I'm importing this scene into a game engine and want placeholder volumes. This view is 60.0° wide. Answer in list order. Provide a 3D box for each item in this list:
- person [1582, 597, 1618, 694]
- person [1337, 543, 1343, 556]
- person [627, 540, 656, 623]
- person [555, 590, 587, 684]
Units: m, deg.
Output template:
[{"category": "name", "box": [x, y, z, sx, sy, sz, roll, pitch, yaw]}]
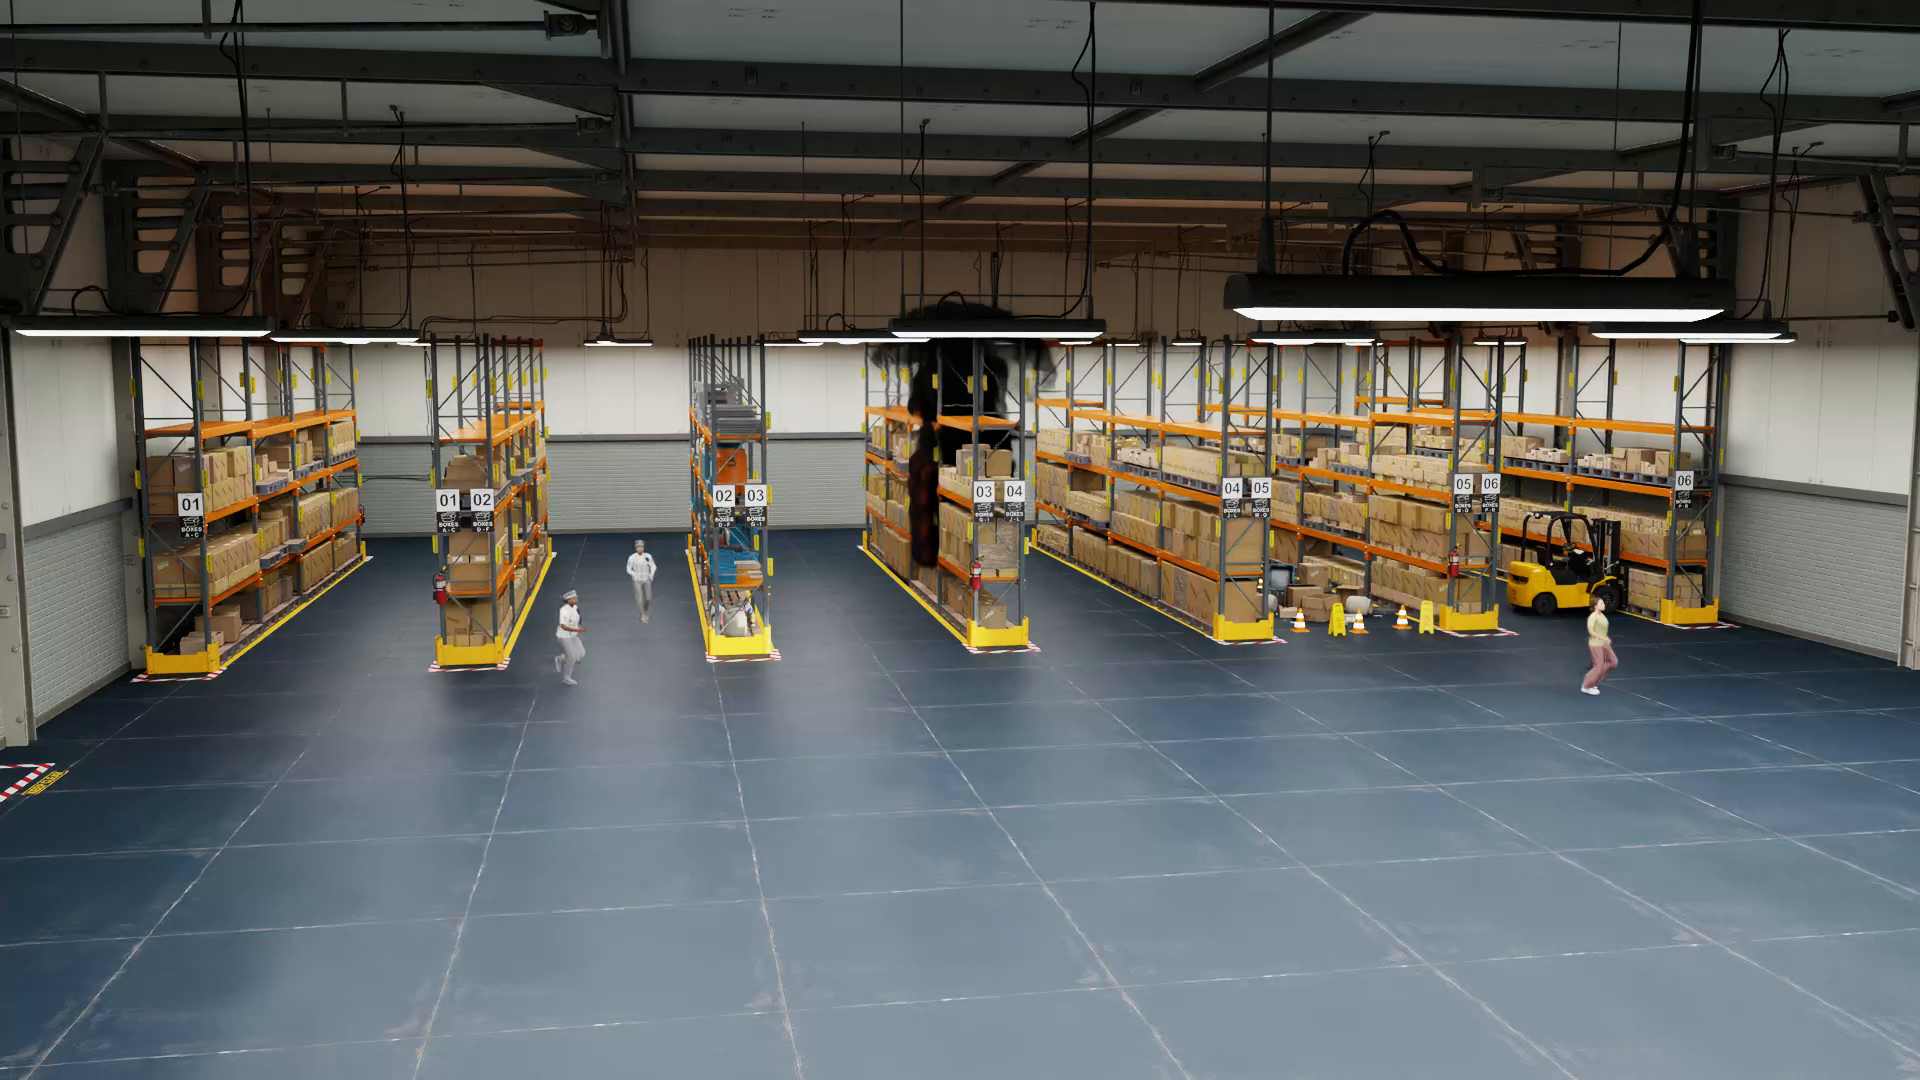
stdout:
[{"category": "person", "box": [10.640, 1.753, 27.648, 0.537, 1.628, 0.590, 5, 9, 40]}, {"category": "person", "box": [10.156, -0.212, 44.564, 0.664, 1.678, 0.725, -2, 7, -15]}, {"category": "person", "box": [-6.303, 0.834, 32.995, 0.589, 1.674, 0.528, -2, 7, -18]}, {"category": "person", "box": [-6.652, 1.666, 28.513, 0.613, 1.636, 0.616, 2, 7, 14]}]
